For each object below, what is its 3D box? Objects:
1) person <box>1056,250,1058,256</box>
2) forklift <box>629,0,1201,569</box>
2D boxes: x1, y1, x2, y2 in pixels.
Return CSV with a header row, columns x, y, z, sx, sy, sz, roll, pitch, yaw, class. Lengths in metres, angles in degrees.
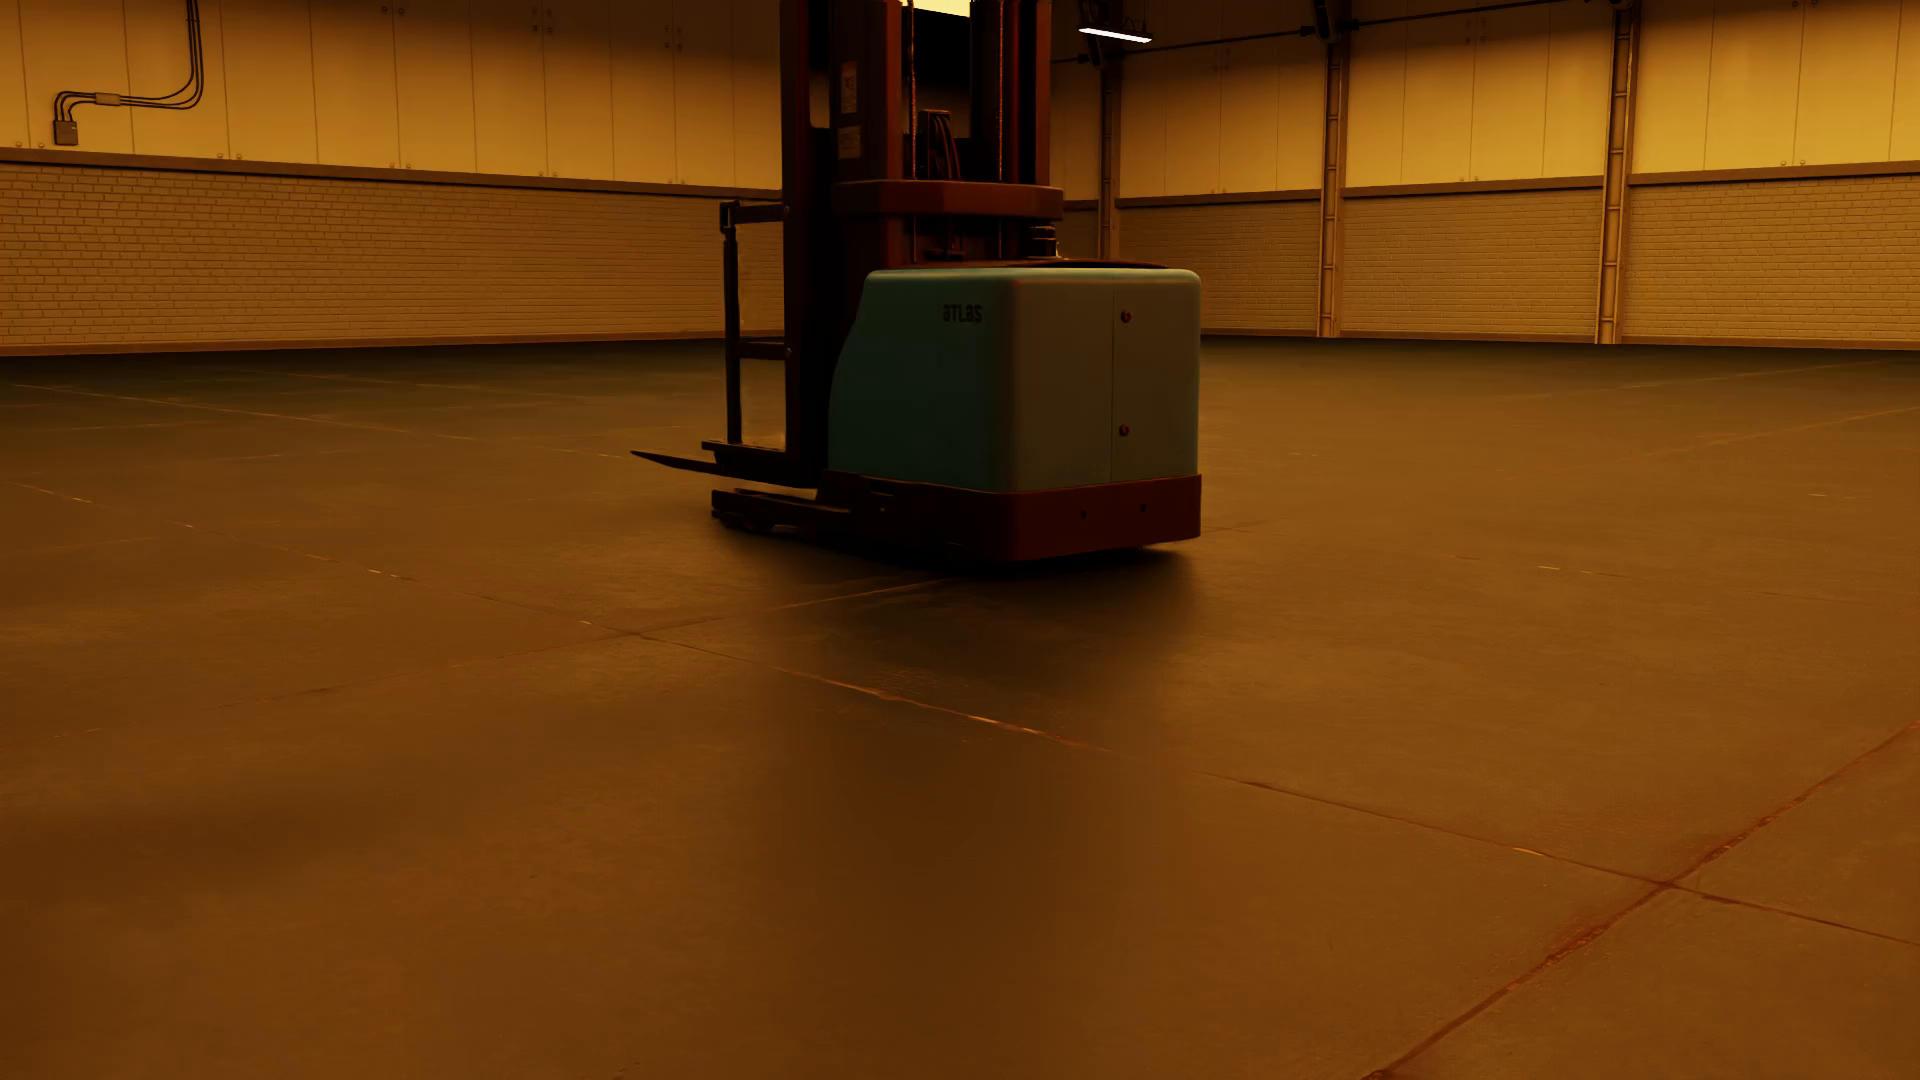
x,y,z,sx,sy,sz,roll,pitch,yaw,class
0.315,-1.324,9.993,0.673,1.650,0.459,0,9,-3,person
-0.402,-1.519,6.965,1.130,2.935,3.031,-7,11,-38,forklift
